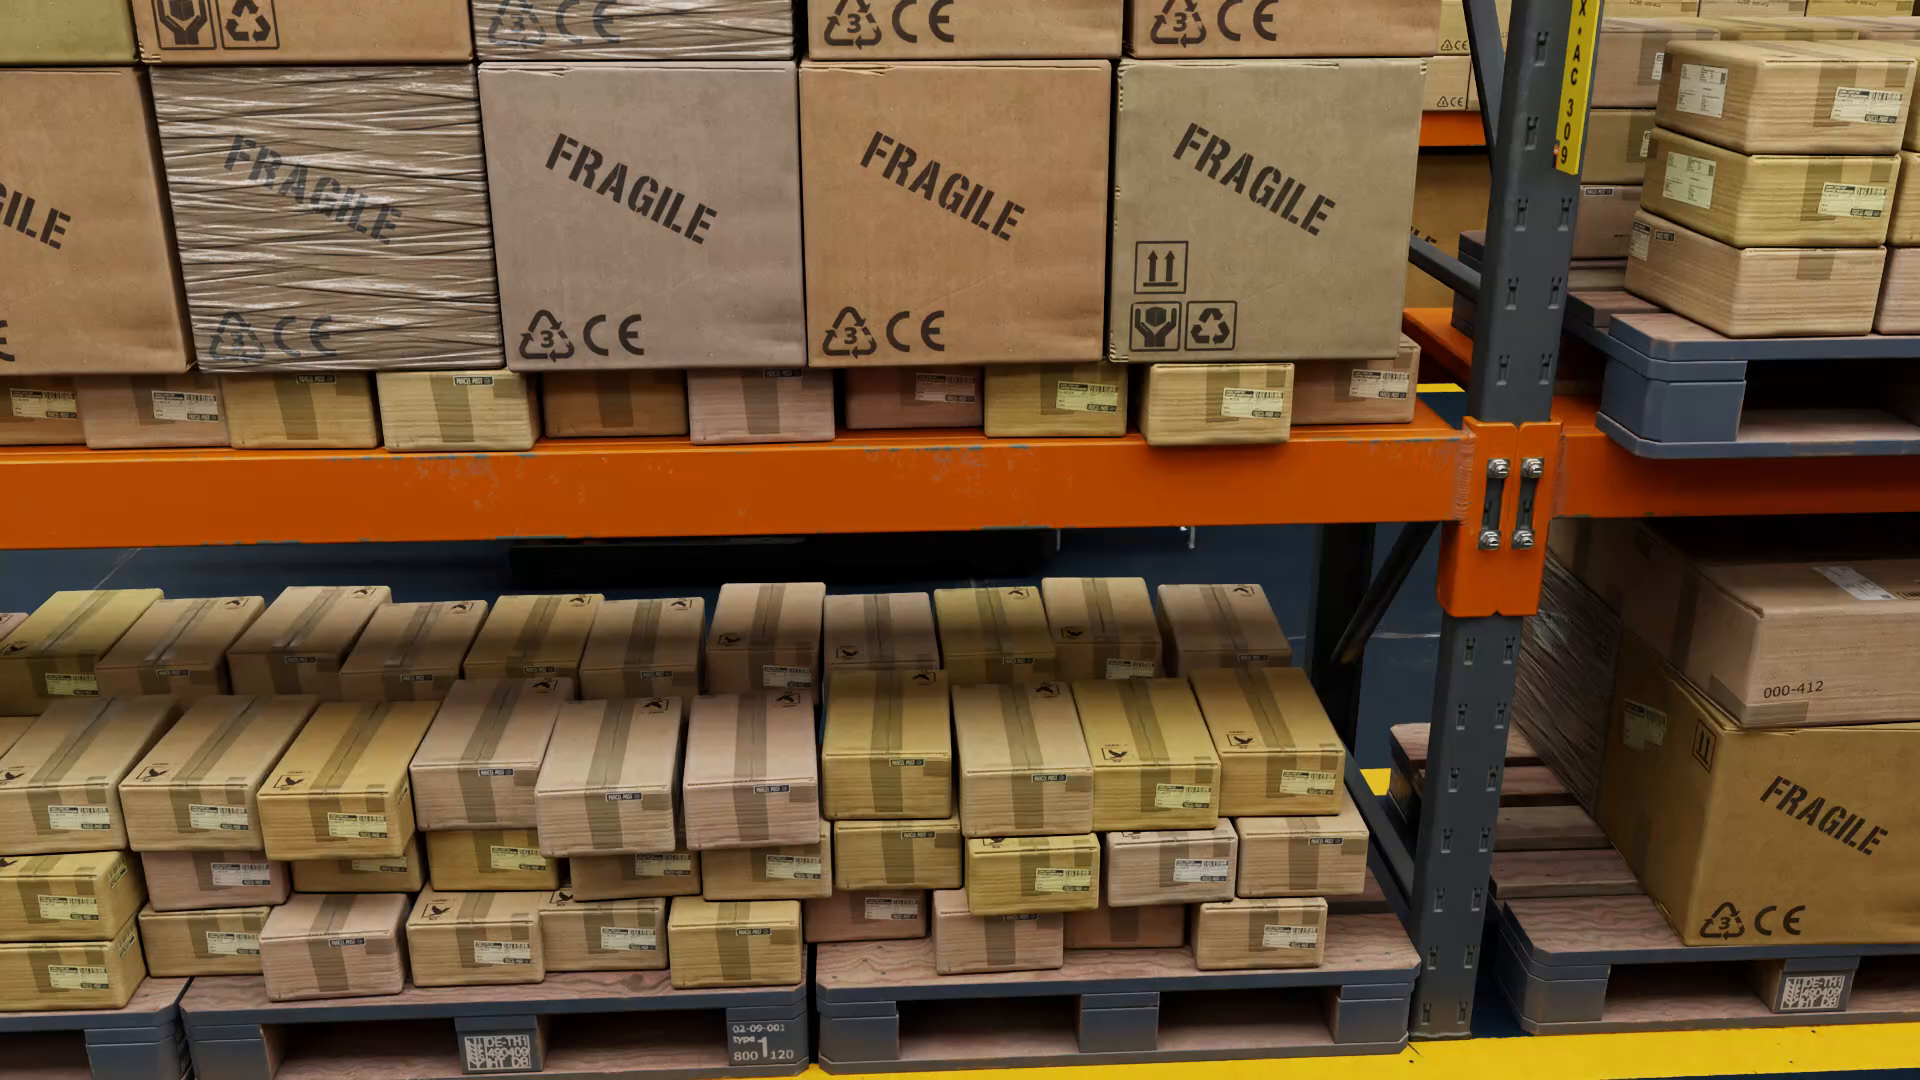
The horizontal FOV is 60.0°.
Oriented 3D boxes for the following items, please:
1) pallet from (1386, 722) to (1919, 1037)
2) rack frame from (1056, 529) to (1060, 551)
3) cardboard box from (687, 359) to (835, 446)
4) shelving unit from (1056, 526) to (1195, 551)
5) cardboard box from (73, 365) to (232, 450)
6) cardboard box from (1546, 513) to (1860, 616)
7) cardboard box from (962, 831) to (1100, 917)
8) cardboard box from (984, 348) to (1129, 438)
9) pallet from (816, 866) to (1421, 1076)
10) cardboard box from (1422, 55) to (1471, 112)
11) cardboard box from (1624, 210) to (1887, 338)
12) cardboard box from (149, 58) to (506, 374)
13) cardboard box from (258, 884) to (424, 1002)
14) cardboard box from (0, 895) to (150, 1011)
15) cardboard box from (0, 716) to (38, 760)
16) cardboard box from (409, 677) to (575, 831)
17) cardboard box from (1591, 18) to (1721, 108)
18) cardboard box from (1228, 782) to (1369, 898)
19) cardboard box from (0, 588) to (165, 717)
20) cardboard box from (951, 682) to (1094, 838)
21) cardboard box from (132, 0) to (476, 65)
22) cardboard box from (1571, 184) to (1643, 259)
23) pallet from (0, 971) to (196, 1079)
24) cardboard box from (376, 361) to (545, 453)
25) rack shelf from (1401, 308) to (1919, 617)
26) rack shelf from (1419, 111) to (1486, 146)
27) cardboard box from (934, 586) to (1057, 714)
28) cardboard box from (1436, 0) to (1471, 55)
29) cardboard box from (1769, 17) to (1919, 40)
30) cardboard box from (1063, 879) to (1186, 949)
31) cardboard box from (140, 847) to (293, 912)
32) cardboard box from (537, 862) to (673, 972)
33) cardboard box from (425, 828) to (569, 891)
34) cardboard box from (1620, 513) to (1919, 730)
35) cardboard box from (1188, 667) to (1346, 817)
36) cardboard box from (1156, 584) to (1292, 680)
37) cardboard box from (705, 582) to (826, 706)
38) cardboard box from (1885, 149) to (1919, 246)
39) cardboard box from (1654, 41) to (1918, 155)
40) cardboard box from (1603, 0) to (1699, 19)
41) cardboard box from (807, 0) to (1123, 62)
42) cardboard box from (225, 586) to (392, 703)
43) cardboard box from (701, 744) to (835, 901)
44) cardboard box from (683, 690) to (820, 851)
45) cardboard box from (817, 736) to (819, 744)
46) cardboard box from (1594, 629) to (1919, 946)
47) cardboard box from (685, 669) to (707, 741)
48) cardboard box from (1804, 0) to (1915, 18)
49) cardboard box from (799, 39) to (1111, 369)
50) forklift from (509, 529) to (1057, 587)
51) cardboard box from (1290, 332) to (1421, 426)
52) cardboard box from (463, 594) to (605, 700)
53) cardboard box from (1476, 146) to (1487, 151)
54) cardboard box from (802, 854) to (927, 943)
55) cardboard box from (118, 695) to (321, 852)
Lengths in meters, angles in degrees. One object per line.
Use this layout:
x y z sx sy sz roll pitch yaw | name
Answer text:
1.736 0.737 3.889 1.213 0.211 1.003 -1 21 -3 | pallet
0.350 -0.564 5.915 0.015 1.200 0.240 -1 21 -2 | rack frame
-0.363 -0.303 3.053 0.250 0.149 0.380 -2 21 -5 | cardboard box
0.594 -0.567 5.923 0.503 1.200 0.258 -1 21 -2 | shelving unit
-1.398 -0.293 3.029 0.250 0.149 0.380 -2 21 -4 | cardboard box
1.688 -0.033 3.862 0.500 0.250 0.500 -2 21 -4 | cardboard box
0.126 0.588 3.359 0.250 0.149 0.380 -2 21 -5 | cardboard box
0.166 -0.315 3.087 0.250 0.149 0.380 0 21 -1 | cardboard box
0.290 0.780 3.777 1.213 0.211 1.003 -1 21 -3 | pallet
2.059 -2.167 7.808 0.500 0.250 0.500 -1 21 -3 | cardboard box
1.378 -0.473 2.911 0.250 0.149 0.380 -2 21 -6 | cardboard box
-1.040 -0.603 2.931 0.500 0.500 0.500 -2 21 -4 | cardboard box
-1.225 0.749 3.354 0.250 0.149 0.380 -2 21 -6 | cardboard box
-1.728 0.762 3.319 0.250 0.149 0.380 -1 21 -2 | cardboard box
-1.965 0.492 3.195 0.250 0.149 0.380 -1 21 -3 | cardboard box
-0.934 0.427 3.365 0.250 0.149 0.380 -1 21 -3 | cardboard box
1.348 -0.984 3.417 0.250 0.149 0.380 0 21 -1 | cardboard box
0.662 0.567 3.416 0.250 0.149 0.380 -1 21 -2 | cardboard box
-2.015 0.254 3.820 0.250 0.149 0.380 -2 21 -4 | cardboard box
0.117 0.435 3.344 0.250 0.149 0.380 -1 21 -4 | cardboard box
-1.039 -1.063 2.734 0.500 0.500 0.500 -2 21 -5 | cardboard box
1.344 -0.707 3.525 0.250 0.149 0.380 -2 21 -4 | cardboard box
-2.146 0.829 3.647 1.213 0.211 1.003 -1 21 -3 | pallet
-0.870 -0.286 3.010 0.250 0.149 0.380 -1 21 -2 | cardboard box
2.955 -0.254 3.584 4.000 0.370 1.077 -1 21 -3 | rack shelf
2.572 -2.011 8.197 4.000 0.370 1.077 -1 21 -3 | rack shelf
0.075 0.249 3.832 0.250 0.149 0.380 -1 21 -4 | cardboard box
2.055 -2.400 7.717 0.500 0.250 0.500 -1 21 -2 | cardboard box
1.875 -0.995 3.444 0.250 0.149 0.380 -2 21 -5 | cardboard box
0.322 0.691 3.507 0.250 0.149 0.380 -1 21 -2 | cardboard box
-1.459 0.581 3.377 0.250 0.149 0.380 -2 21 -6 | cardboard box
-0.711 0.718 3.437 0.250 0.149 0.380 -1 21 -2 | cardboard box
-0.921 0.559 3.435 0.250 0.149 0.380 0 21 -1 | cardboard box
1.712 0.150 3.379 0.500 0.250 0.500 -2 21 -5 | cardboard box
0.618 0.408 3.414 0.250 0.149 0.380 -1 21 -2 | cardboard box
0.603 0.242 3.851 0.250 0.149 0.380 0 21 -1 | cardboard box
-0.443 0.238 3.860 0.250 0.149 0.380 -1 21 -2 | cardboard box
1.637 -0.618 2.874 0.250 0.149 0.380 -2 21 -4 | cardboard box
1.378 -0.751 2.805 0.250 0.149 0.380 0 21 0 | cardboard box
3.078 -2.422 7.774 0.500 0.250 0.500 -2 21 -4 | cardboard box
-0.011 -1.085 2.791 0.500 0.500 0.500 -2 21 -5 | cardboard box
-1.488 0.246 3.841 0.250 0.149 0.380 0 21 -1 | cardboard box
-0.383 0.571 3.405 0.250 0.149 0.380 -1 21 -2 | cardboard box
-0.411 0.451 3.302 0.250 0.149 0.380 -2 21 -6 | cardboard box
-0.451 0.549 3.879 0.250 0.149 0.380 -2 21 -5 | cardboard box
1.712 0.501 3.512 0.500 0.500 0.500 0 21 -1 | cardboard box
-0.711 0.380 3.906 0.250 0.149 0.380 -1 21 -3 | cardboard box
4.100 -2.451 7.851 0.500 0.250 0.500 -1 21 -3 | cardboard box
-0.027 -0.615 2.963 0.500 0.500 0.500 -2 21 -5 | cardboard box
-1.190 -1.401 5.682 3.031 2.935 1.130 -1 21 -2 | forklift
0.687 -0.344 3.161 0.250 0.149 0.380 -1 21 -4 | cardboard box
-0.959 0.264 3.792 0.250 0.149 0.380 -1 21 -3 | cardboard box
2.984 -1.590 8.476 0.875 0.875 0.875 -1 21 -2 | cardboard box
-0.208 0.681 3.532 0.250 0.149 0.380 -2 21 -4 | cardboard box
-1.445 0.455 3.291 0.250 0.149 0.380 0 21 -1 | cardboard box
